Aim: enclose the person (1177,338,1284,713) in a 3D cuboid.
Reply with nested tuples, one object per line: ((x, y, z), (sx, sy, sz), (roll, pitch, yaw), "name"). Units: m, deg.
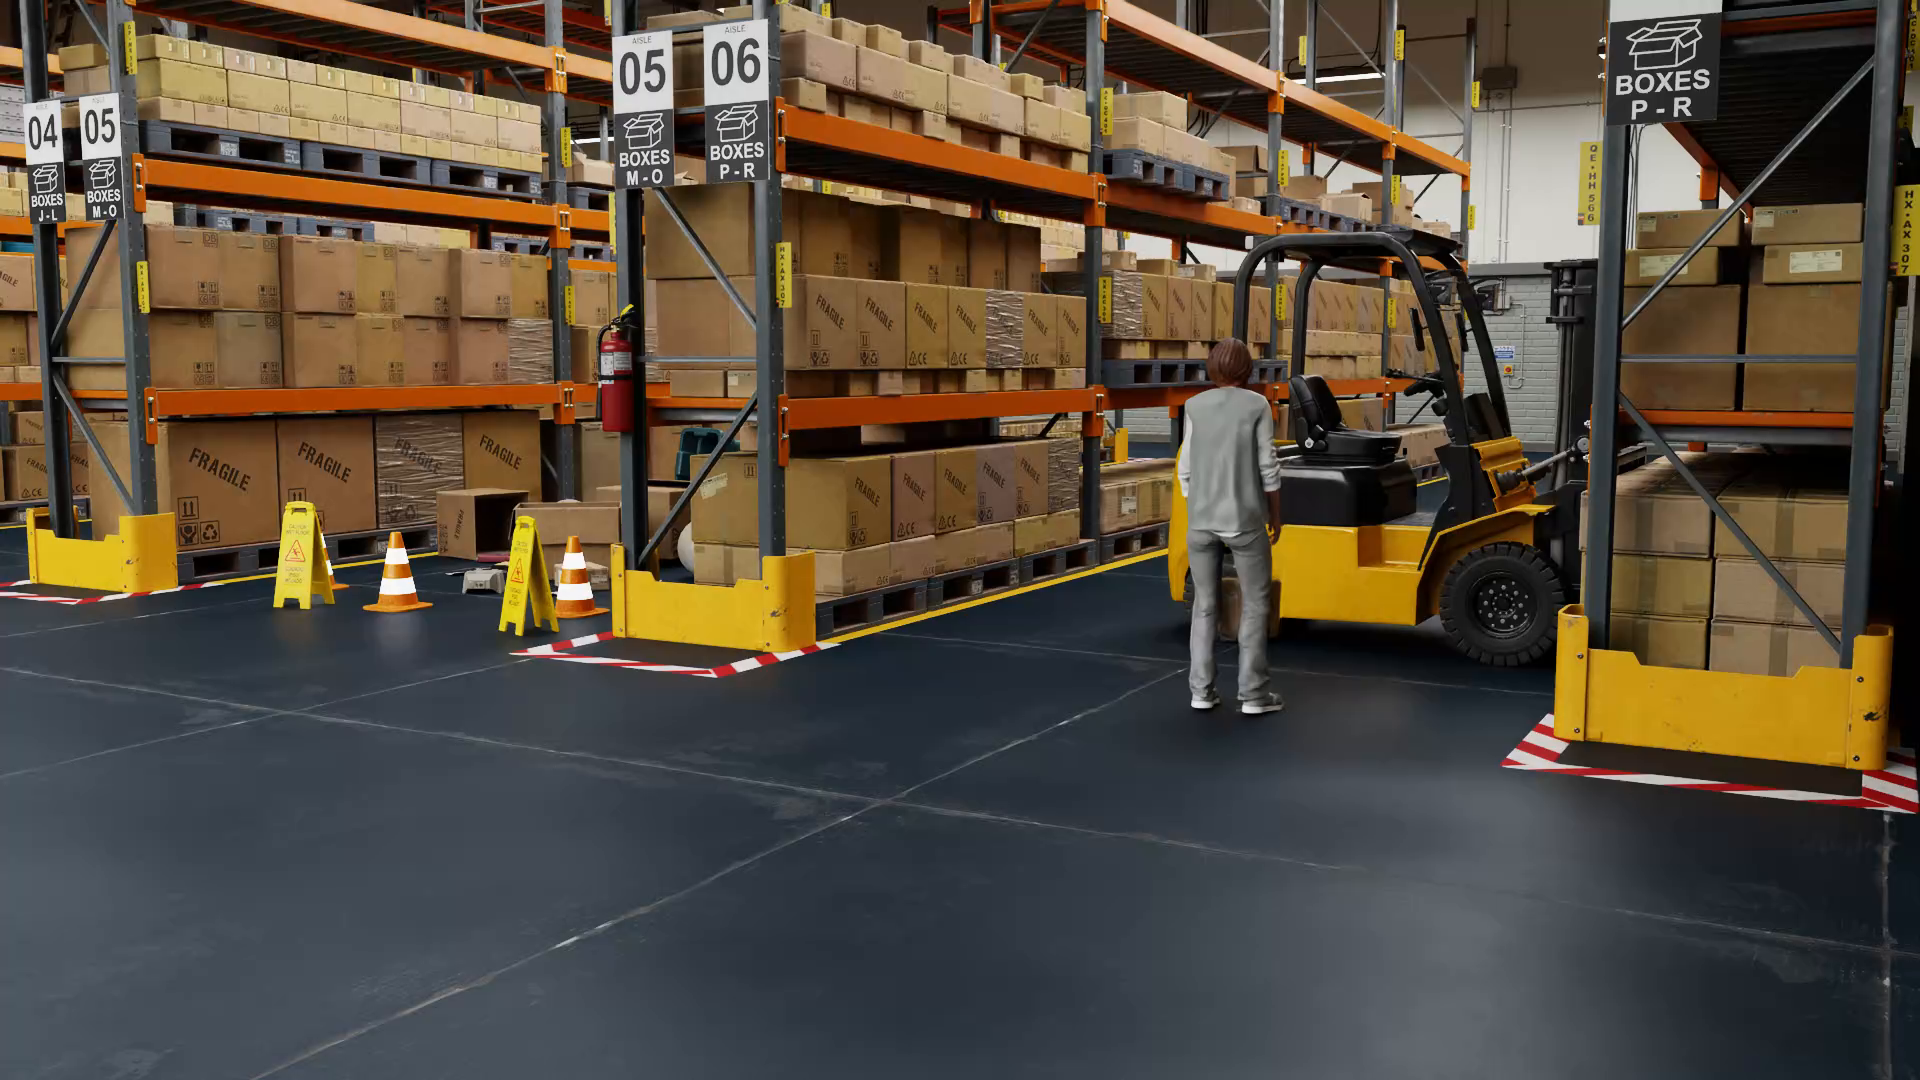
((1.148, -0.060, 7.104), (0.453, 1.597, 0.342), (3, 7, 27), "person")
